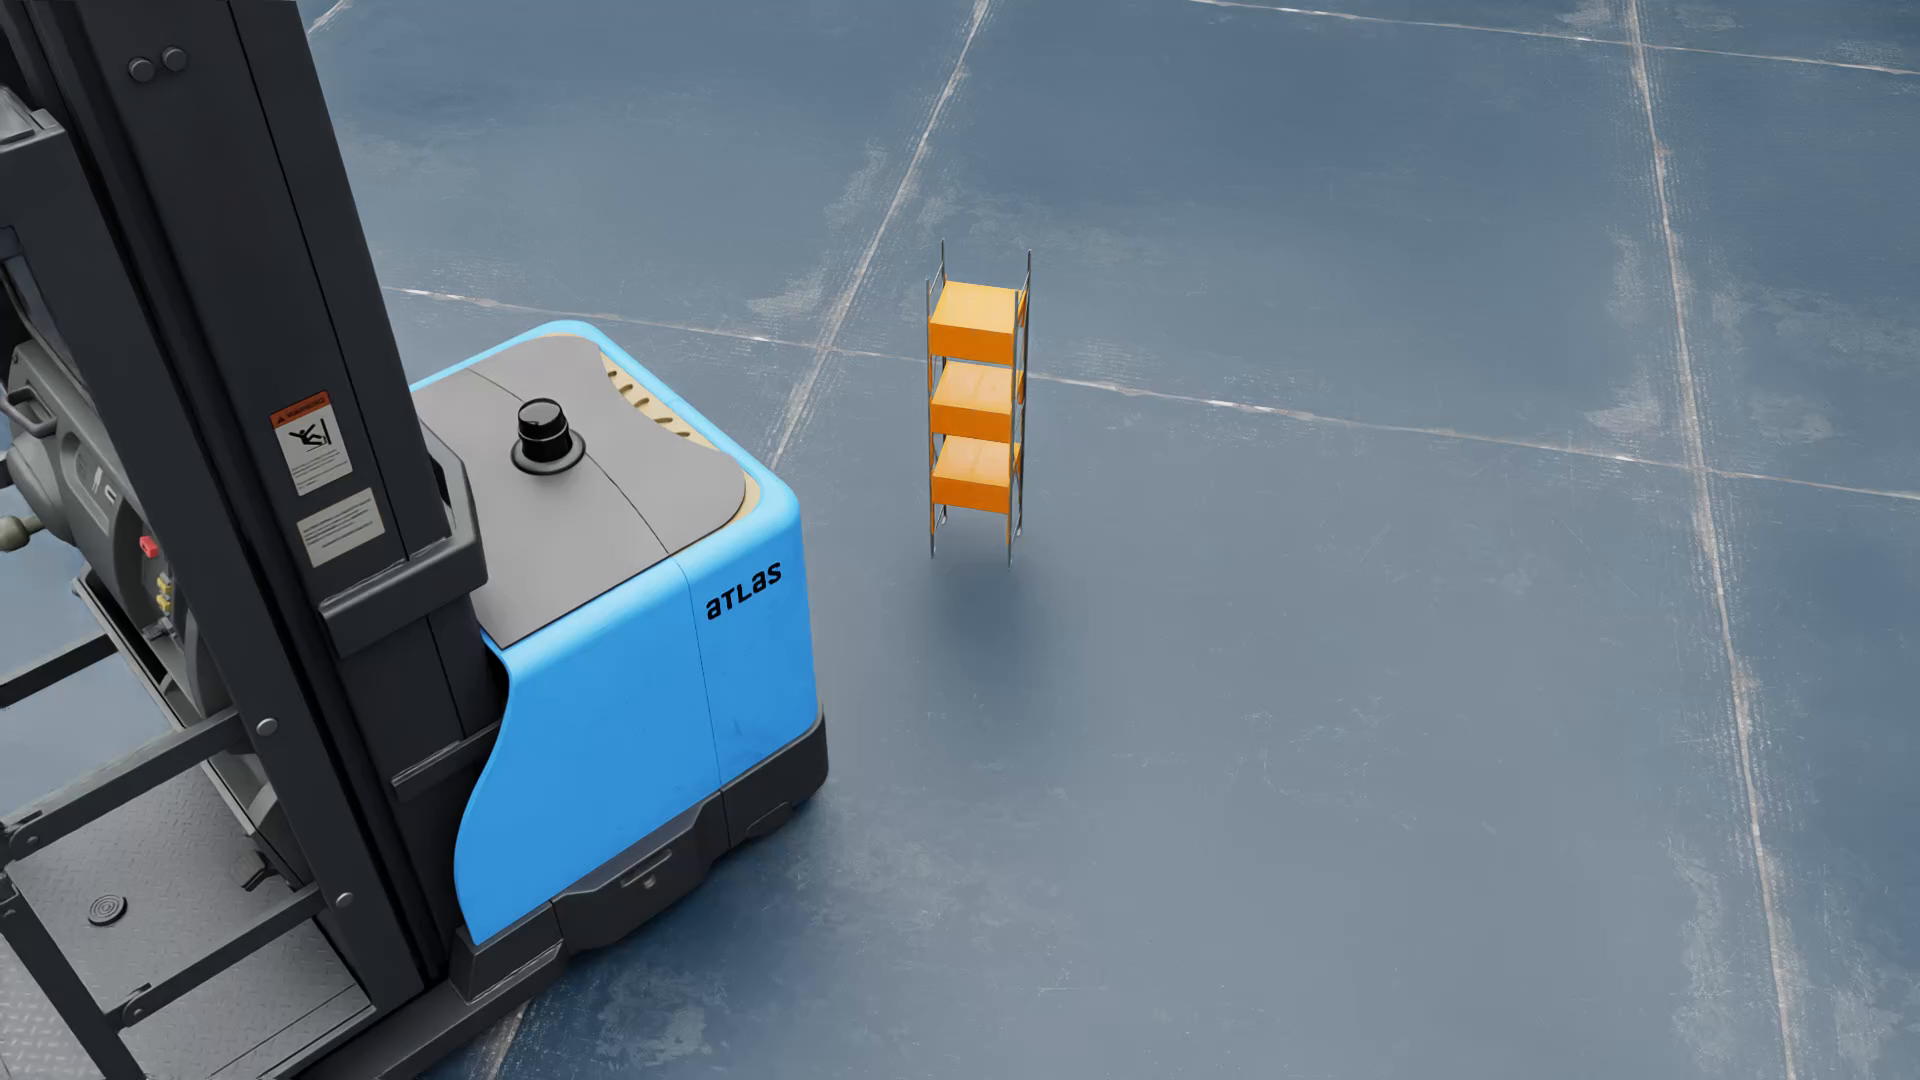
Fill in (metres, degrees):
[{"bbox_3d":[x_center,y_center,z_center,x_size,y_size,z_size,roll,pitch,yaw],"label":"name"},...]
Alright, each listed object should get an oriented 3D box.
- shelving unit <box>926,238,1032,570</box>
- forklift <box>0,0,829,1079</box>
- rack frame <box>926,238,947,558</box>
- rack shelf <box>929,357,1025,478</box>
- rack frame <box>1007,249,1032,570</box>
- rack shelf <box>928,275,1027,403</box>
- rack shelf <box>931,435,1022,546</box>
[{"bbox_3d":[0.052,-0.370,4.878,0.252,1.050,0.215,9,45,9],"label":"shelving unit"},{"bbox_3d":[-1.792,0.048,3.086,3.031,2.935,1.130,-32,52,-29],"label":"forklift"},{"bbox_3d":[-0.067,-0.389,4.897,0.008,1.050,0.200,9,45,9],"label":"rack frame"},{"bbox_3d":[0.052,-0.363,4.885,0.240,0.259,0.215,9,45,9],"label":"rack shelf"},{"bbox_3d":[0.171,-0.352,4.858,0.008,1.050,0.200,9,45,9],"label":"rack frame"},{"bbox_3d":[0.052,-0.567,4.688,0.240,0.259,0.215,9,45,9],"label":"rack shelf"},{"bbox_3d":[0.052,-0.162,5.078,0.240,0.259,0.215,9,45,9],"label":"rack shelf"}]
